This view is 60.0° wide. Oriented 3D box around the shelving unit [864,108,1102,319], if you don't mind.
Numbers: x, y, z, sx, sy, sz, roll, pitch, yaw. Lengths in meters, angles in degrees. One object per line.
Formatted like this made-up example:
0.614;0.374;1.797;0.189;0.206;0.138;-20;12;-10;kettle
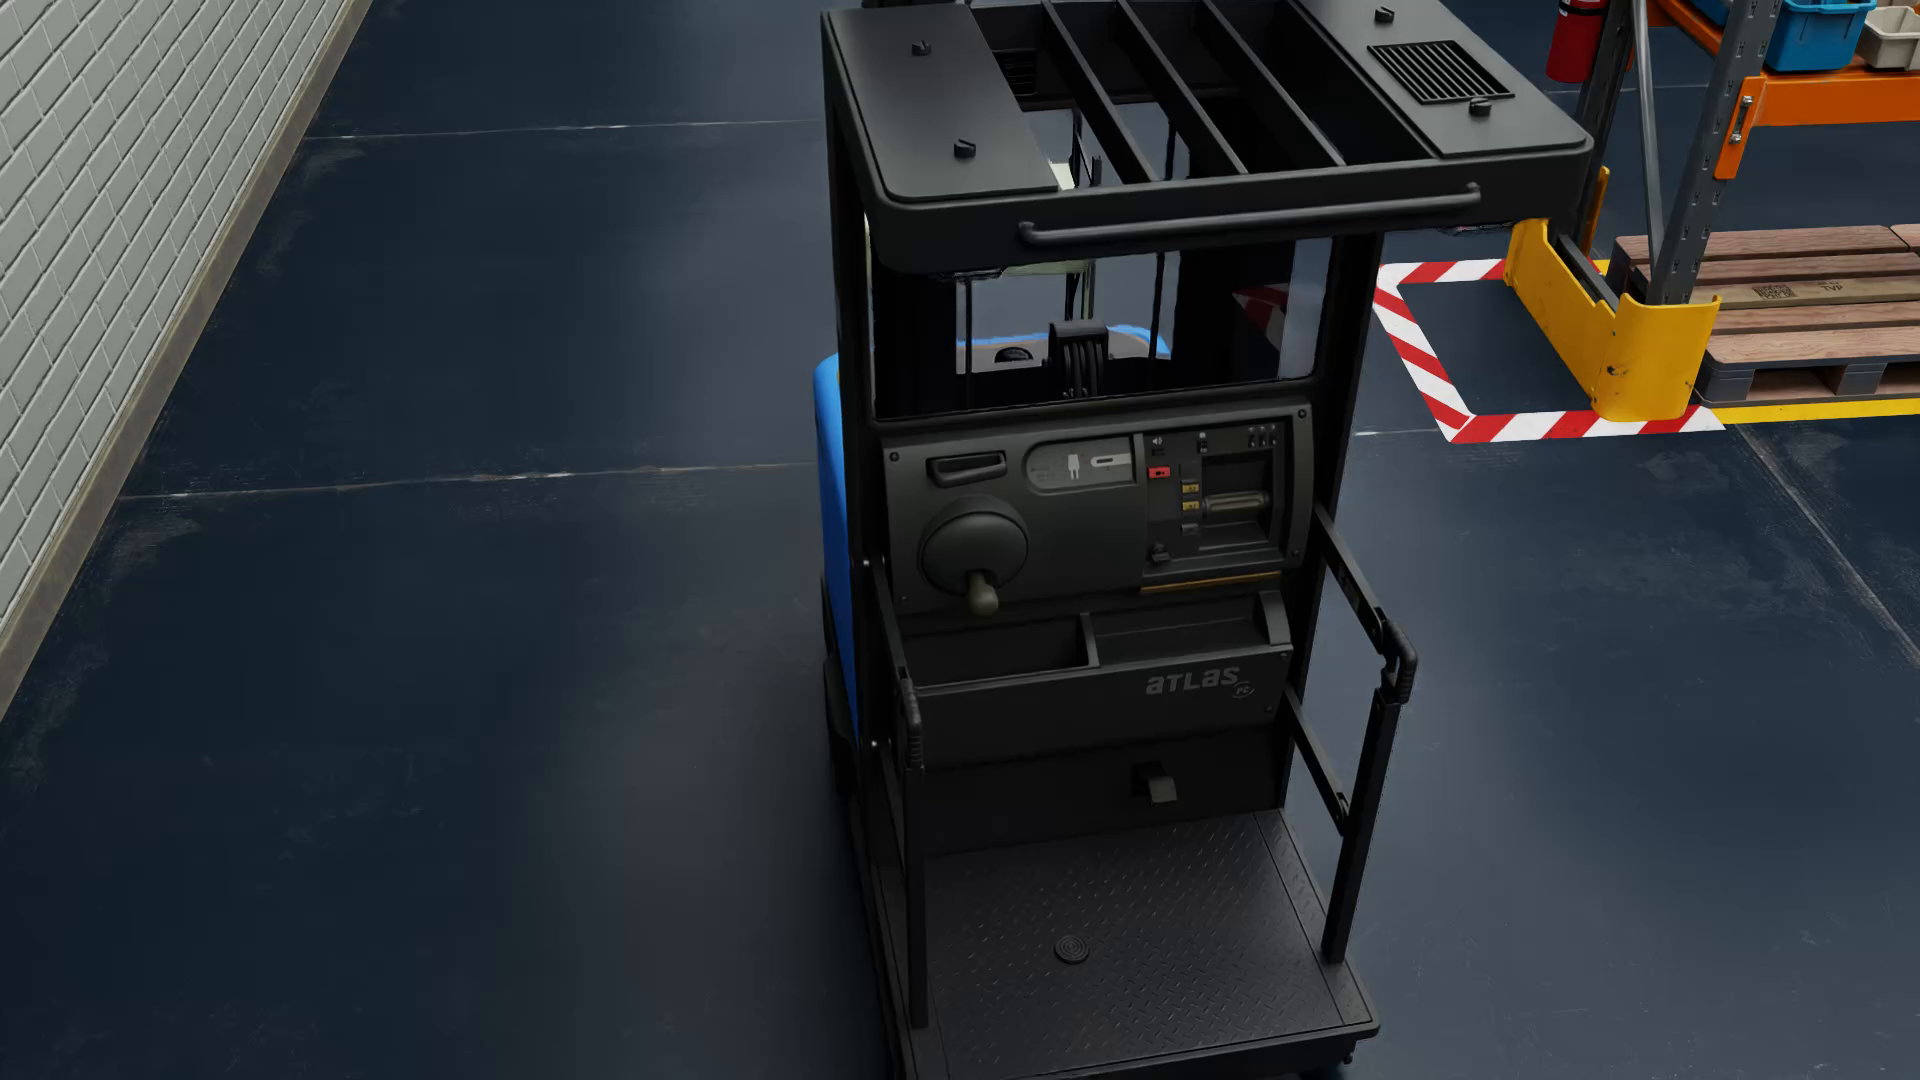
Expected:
0.007;-0.589;5.286;0.755;1.500;0.431;-3;38;-4;shelving unit

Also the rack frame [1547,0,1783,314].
2.584;-2.000;5.864;0.127;3.000;1.000;-3;38;-4;rack frame

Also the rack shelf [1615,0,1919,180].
4.576;-1.828;6.226;4.000;0.370;1.077;-3;38;-4;rack shelf

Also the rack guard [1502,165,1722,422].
2.561;-1.010;6.626;0.348;0.500;1.175;-3;38;-4;rack guard

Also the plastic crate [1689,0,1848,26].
2.901;-2.171;6.004;0.499;0.435;0.616;-3;38;-4;plastic crate

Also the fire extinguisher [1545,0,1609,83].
2.393;-2.096;6.348;0.183;0.674;0.296;-3;38;-4;fire extinguisher

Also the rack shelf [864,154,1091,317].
0.007;-0.896;5.044;0.720;0.370;0.431;-3;38;-4;rack shelf

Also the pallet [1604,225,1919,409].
3.409;-0.927;6.755;1.213;0.211;1.003;-3;38;-4;pallet

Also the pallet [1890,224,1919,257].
4.621;-0.992;6.837;1.213;0.211;1.003;-3;38;-4;pallet

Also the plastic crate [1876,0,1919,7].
3.380;-2.077;6.125;0.243;0.136;0.396;-3;38;-4;plastic crate

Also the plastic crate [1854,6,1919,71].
3.186;-1.697;5.644;0.298;0.136;0.250;-3;38;-4;plastic crate

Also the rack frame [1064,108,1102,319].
0.371;-0.609;5.311;0.023;1.500;0.400;-3;38;-4;rack frame

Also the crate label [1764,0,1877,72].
2.859;-1.769;5.657;0.303;0.233;0.416;-3;38;-4;crate label

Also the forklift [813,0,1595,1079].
0.343;0.005;3.377;1.130;2.935;3.031;-7;39;-8;forklift
